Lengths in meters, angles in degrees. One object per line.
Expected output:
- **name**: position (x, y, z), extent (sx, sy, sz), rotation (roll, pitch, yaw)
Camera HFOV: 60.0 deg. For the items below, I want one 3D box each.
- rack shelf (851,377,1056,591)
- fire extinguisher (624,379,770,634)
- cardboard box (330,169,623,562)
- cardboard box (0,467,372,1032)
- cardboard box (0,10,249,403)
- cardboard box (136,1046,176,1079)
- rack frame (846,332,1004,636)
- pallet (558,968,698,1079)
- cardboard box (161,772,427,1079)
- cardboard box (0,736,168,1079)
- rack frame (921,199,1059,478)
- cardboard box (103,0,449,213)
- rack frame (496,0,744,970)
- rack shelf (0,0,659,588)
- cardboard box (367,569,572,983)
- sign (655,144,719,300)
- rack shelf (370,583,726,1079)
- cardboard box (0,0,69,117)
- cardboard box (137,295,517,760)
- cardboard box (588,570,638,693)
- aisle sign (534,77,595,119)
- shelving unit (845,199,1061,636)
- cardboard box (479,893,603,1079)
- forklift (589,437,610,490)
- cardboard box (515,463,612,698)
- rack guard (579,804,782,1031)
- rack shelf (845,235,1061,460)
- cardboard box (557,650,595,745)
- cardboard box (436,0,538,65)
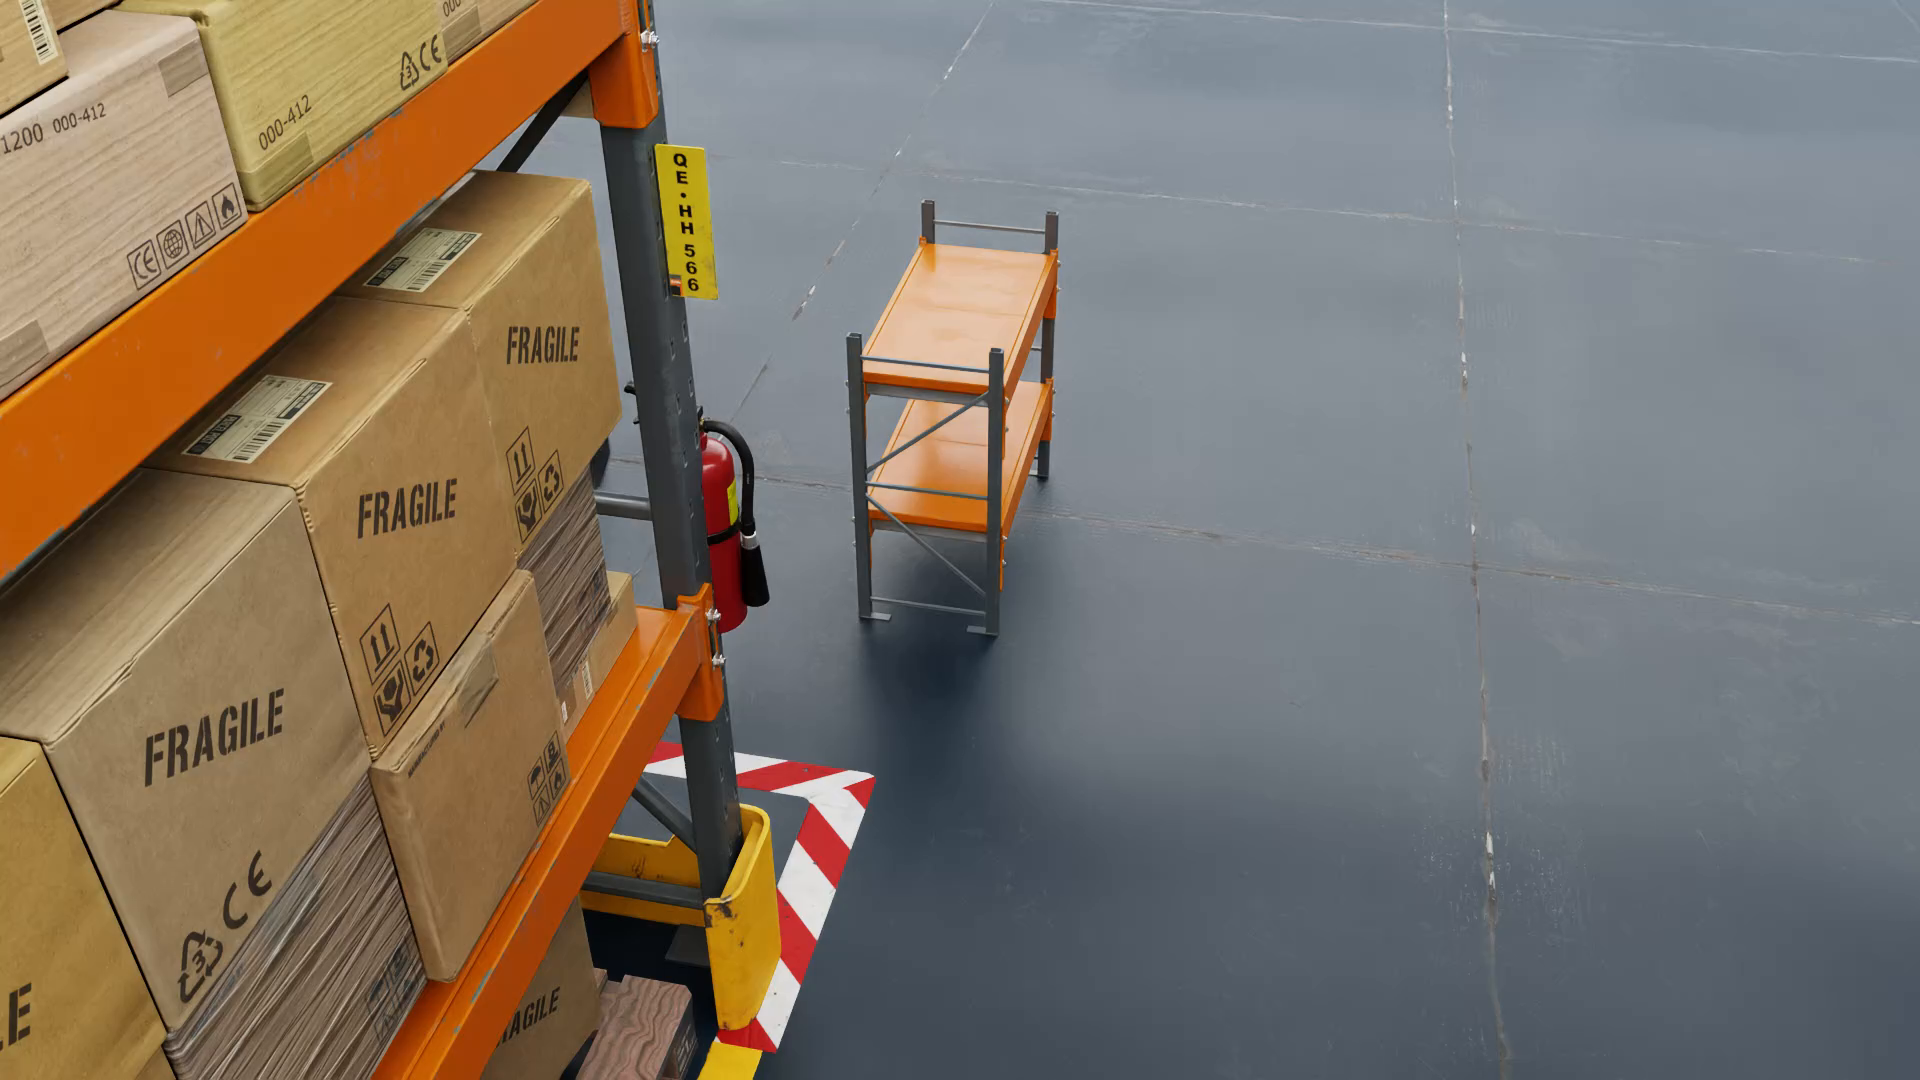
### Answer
- **rack shelf**: position (-0.001, -0.254, 6.058), extent (0.538, 0.278, 1.000), rotation (7, 37, 10)
- **fire extinguisher**: position (-0.605, -0.089, 3.882), extent (0.296, 0.674, 0.183), rotation (7, 37, 10)
- **cardboard box**: position (-0.955, -0.332, 2.961), extent (0.500, 0.500, 0.500), rotation (7, 37, 10)
- **cardboard box**: position (-1.166, 0.242, 2.169), extent (0.500, 0.500, 0.500), rotation (7, 37, 10)
- **cardboard box**: position (-1.156, -0.378, 1.788), extent (0.500, 0.250, 0.500), rotation (8, 37, 11)
- **cardboard box**: position (-1.481, 0.907, 2.104), extent (0.875, 0.500, 0.500), rotation (7, 37, 10)
- **rack frame**: position (-0.110, -0.160, 5.512), extent (0.500, 1.125, 0.032), rotation (7, 37, 10)
- **pallet**: position (-1.304, 1.522, 3.970), extent (1.003, 0.211, 1.213), rotation (7, 37, 10)
- **cardboard box**: position (-1.362, 0.622, 2.497), extent (0.875, 0.500, 0.500), rotation (7, 37, 10)
- **cardboard box**: position (-1.281, 0.528, 1.775), extent (0.500, 0.500, 0.500), rotation (7, 37, 10)
- **rack frame**: position (0.107, -0.743, 6.317), extent (0.500, 1.125, 0.032), rotation (7, 37, 10)
- **cardboard box**: position (-1.038, -0.671, 2.192), extent (0.500, 0.250, 0.500), rotation (8, 37, 10)
- **rack frame**: position (-1.079, -0.112, 3.849), extent (1.000, 3.000, 0.127), rotation (7, 37, 10)
- **rack shelf**: position (-1.507, 0.111, 1.598), extent (1.077, 0.370, 4.000), rotation (7, 37, 10)
- **cardboard box**: position (-1.213, 0.340, 2.885), extent (0.875, 0.500, 0.500), rotation (7, 37, 10)
- **sign**: position (-0.541, -0.628, 3.304), extent (0.100, 0.325, 0.005), rotation (7, 37, 10)
- **rack shelf**: position (-1.507, 1.326, 2.478), extent (1.077, 0.370, 4.000), rotation (7, 37, 10)
- **cardboard box**: position (-1.119, -0.484, 1.594), extent (0.380, 0.149, 0.250), rotation (6, 36, 8)
- **cardboard box**: position (-1.057, -0.044, 2.564), extent (0.500, 0.500, 0.500), rotation (7, 37, 10)
- **cardboard box**: position (-0.939, 0.179, 3.661), extent (0.380, 0.149, 0.250), rotation (7, 37, 10)
- **aisle sign**: position (-0.773, -1.163, 3.083), extent (0.394, 0.787, 0.004), rotation (7, 37, 10)
- **shelving unit**: position (-0.001, -0.452, 5.915), extent (0.538, 1.125, 1.048), rotation (7, 37, 10)
- **cardboard box**: position (-1.229, 1.086, 3.968), extent (0.500, 0.500, 0.500), rotation (14, 38, 19)
- **forklift**: position (-2.905, -1.225, 5.442), extent (3.031, 2.935, 1.130), rotation (0, 36, 0)
- **cardboard box**: position (-1.224, 0.039, 3.302), extent (0.875, 0.500, 0.500), rotation (7, 37, 10)
- **rack guard**: position (-1.096, 0.944, 4.522), extent (1.175, 0.500, 0.348), rotation (7, 37, 10)
- **rack shelf**: position (-0.001, -0.689, 5.743), extent (0.538, 0.278, 1.000), rotation (7, 37, 10)
- **cardboard box**: position (-0.993, 0.322, 3.464), extent (0.380, 0.149, 0.250), rotation (7, 37, 10)
- **cardboard box**: position (-0.934, -0.958, 2.587), extent (0.500, 0.250, 0.500), rotation (8, 37, 11)
